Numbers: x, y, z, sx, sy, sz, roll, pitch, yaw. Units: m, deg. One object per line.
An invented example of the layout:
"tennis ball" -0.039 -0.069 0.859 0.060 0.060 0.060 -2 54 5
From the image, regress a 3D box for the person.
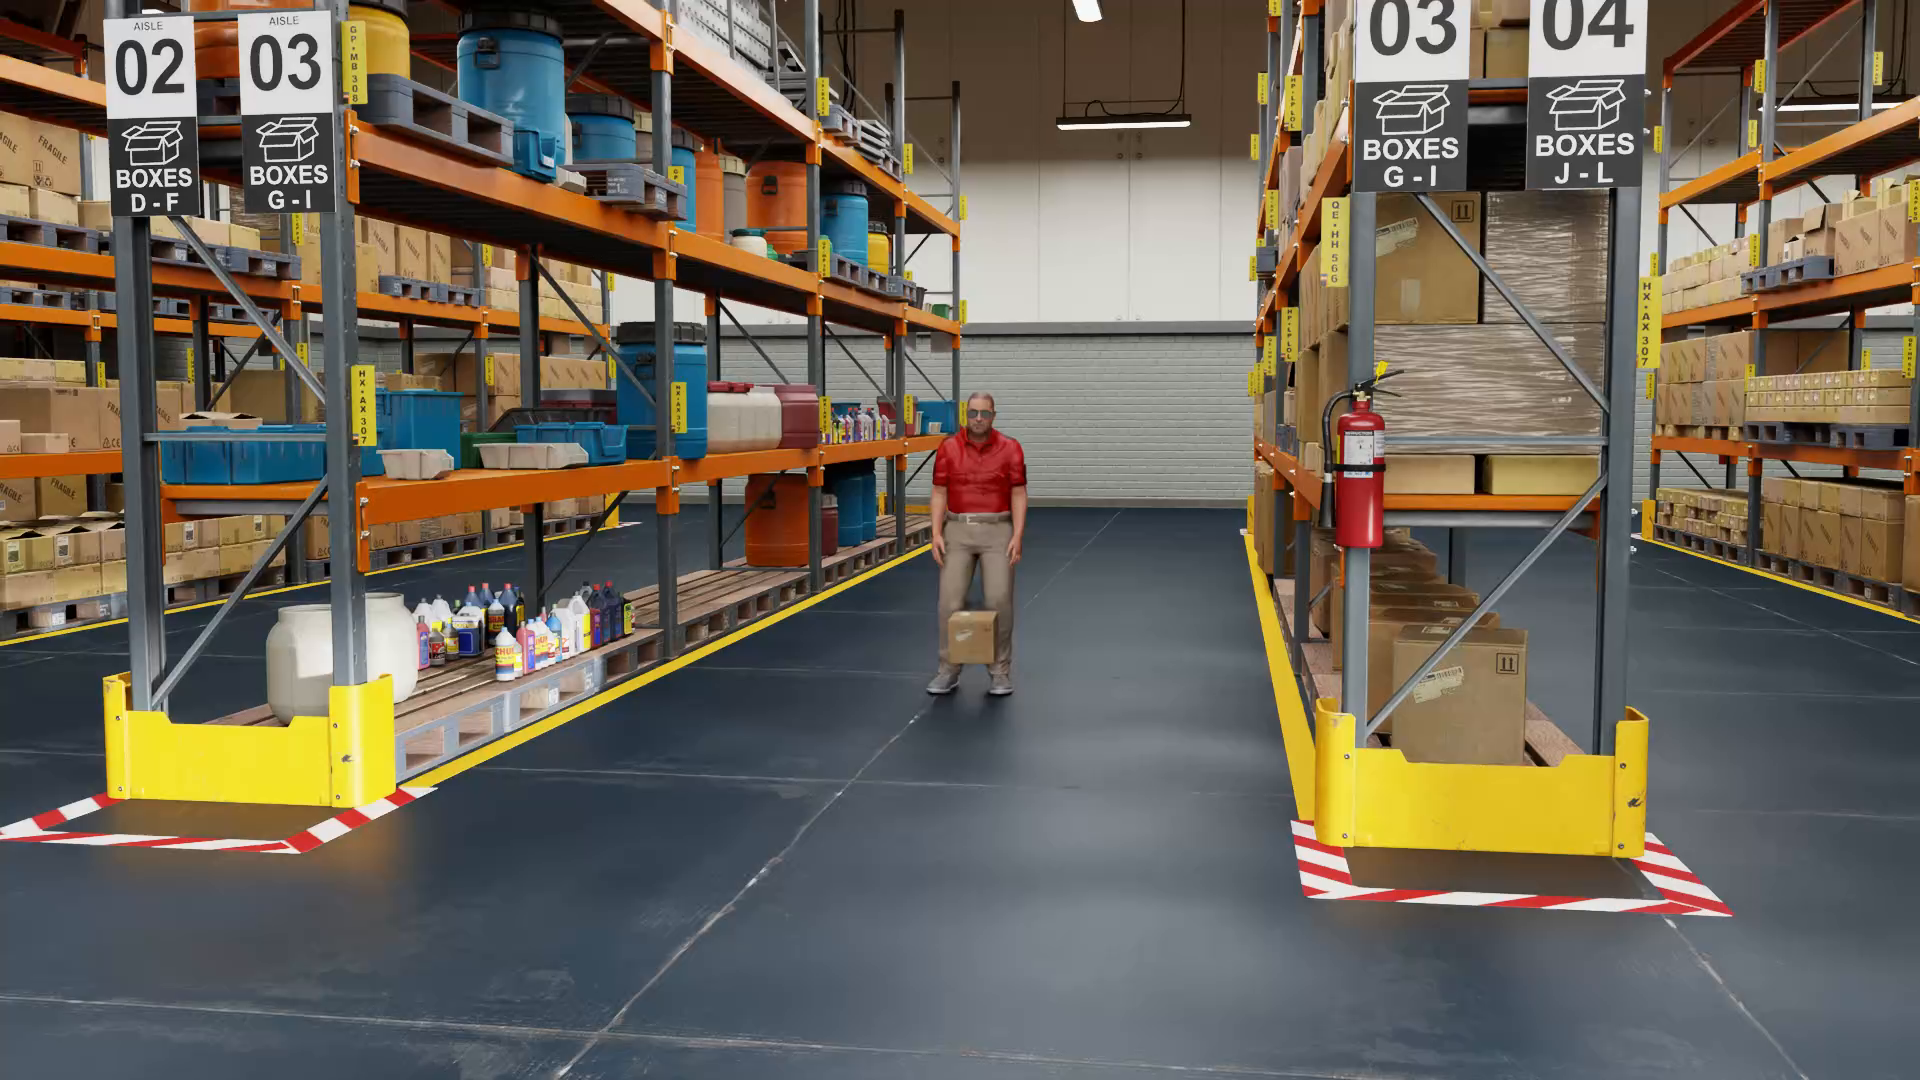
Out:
"person" 0.103 0.010 9.575 0.568 1.729 0.391 1 4 7
